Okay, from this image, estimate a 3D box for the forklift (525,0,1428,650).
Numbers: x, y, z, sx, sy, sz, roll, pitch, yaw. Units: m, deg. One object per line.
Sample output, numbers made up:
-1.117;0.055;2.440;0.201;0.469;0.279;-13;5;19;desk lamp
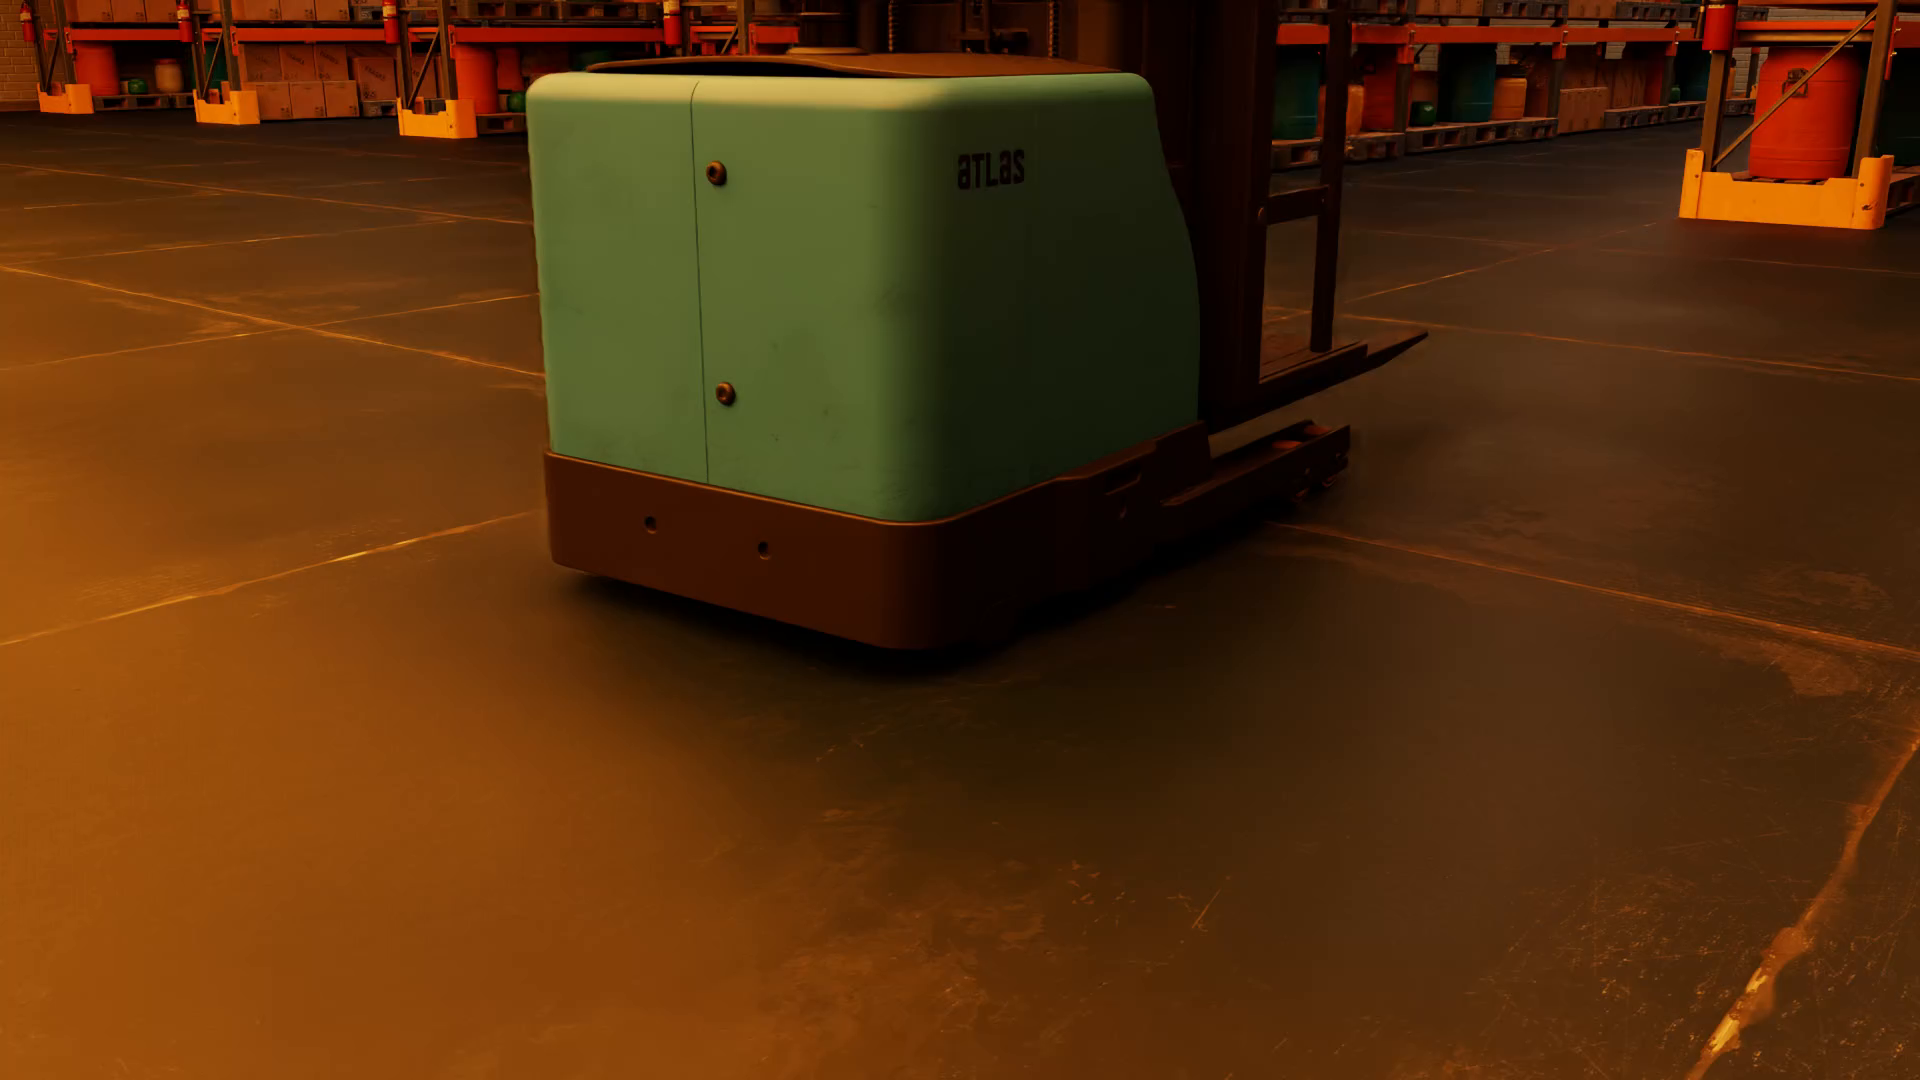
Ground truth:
0.379;-1.567;4.058;1.130;2.935;3.031;12;20;33;forklift
